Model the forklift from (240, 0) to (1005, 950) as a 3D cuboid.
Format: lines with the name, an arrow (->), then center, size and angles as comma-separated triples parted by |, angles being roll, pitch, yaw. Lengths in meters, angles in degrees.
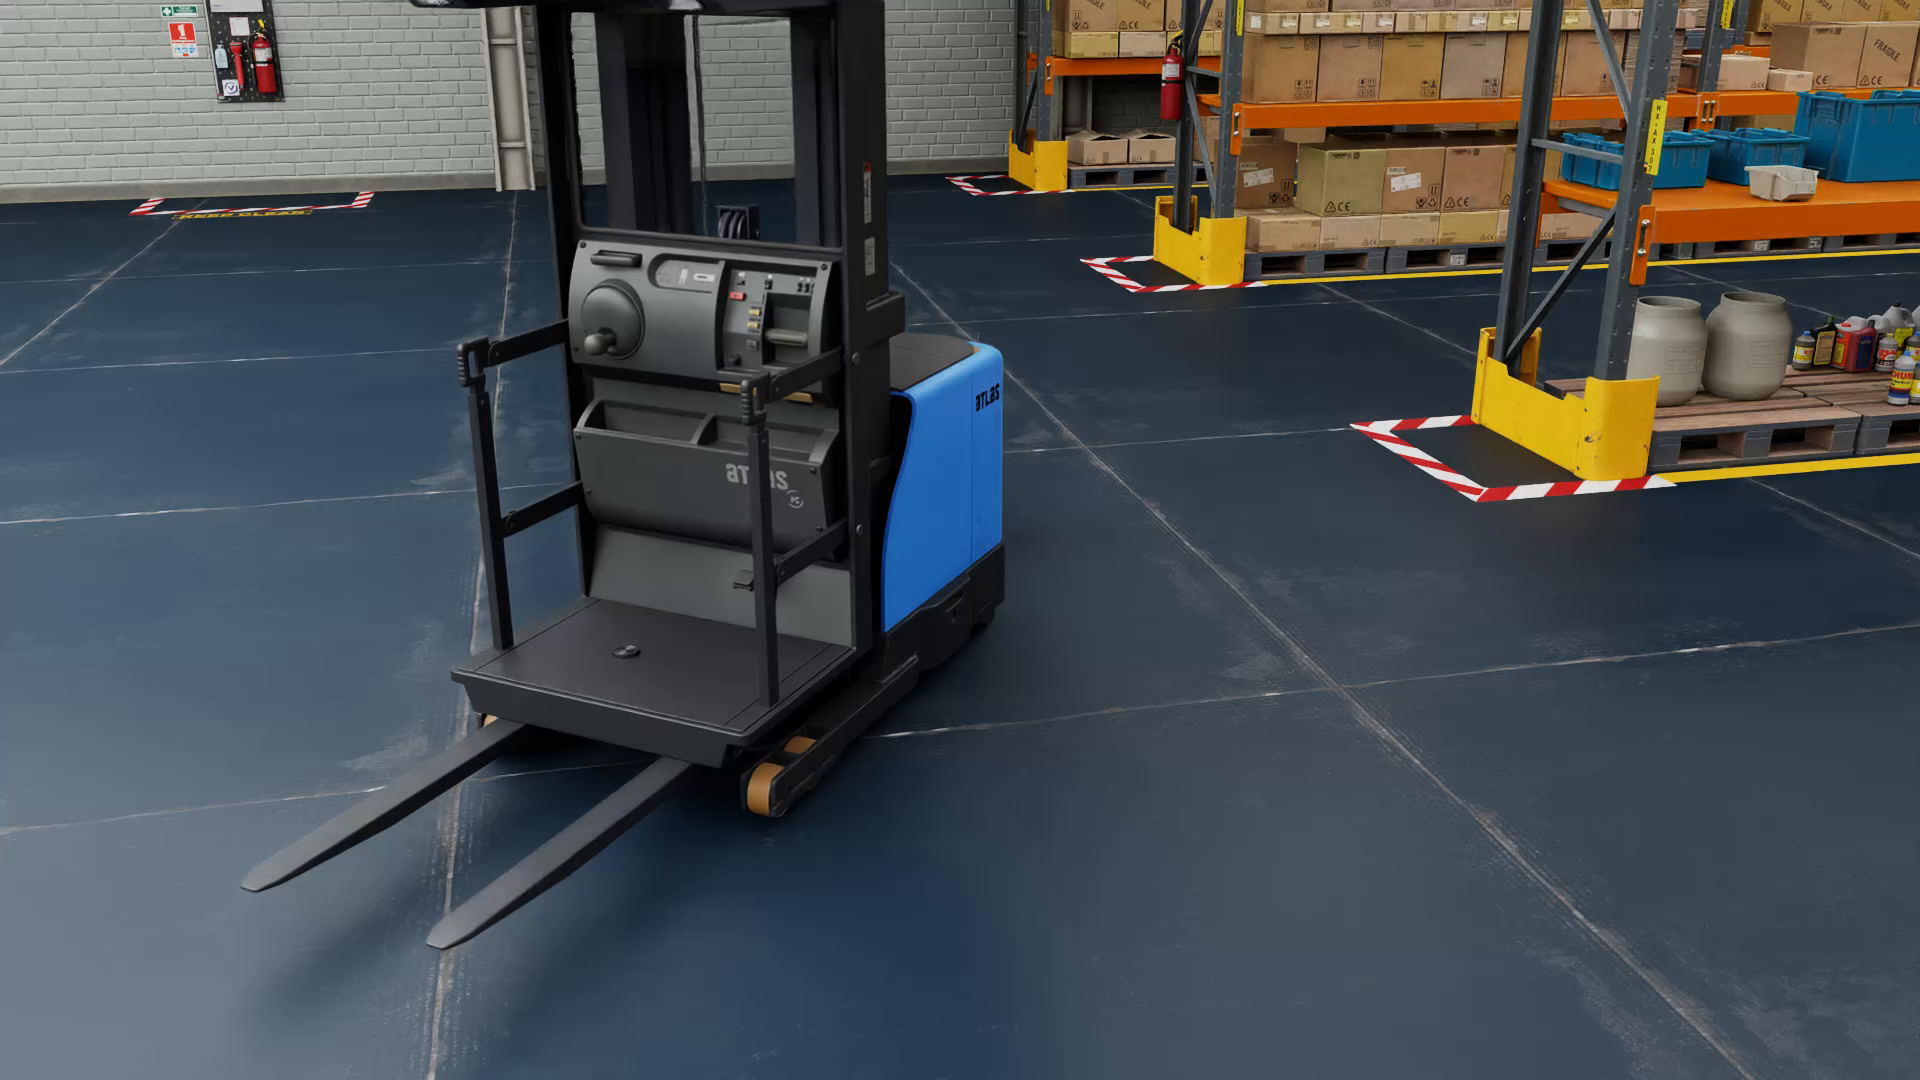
forklift -> -0.904, -0.706, 4.981 | 1.130, 2.935, 3.031 | 9, 22, 23

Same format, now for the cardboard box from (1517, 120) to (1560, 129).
cardboard box -> 6.347, -4.691, 18.753 | 0.500, 0.500, 0.700 | -4, 21, -12

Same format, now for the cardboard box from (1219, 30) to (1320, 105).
cardboard box -> 2.346, -3.615, 12.676 | 0.500, 0.500, 0.700 | -5, 21, -12

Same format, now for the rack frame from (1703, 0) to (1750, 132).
rack frame -> 8.530, -5.826, 18.858 | 0.127, 3.000, 1.000 | -5, 21, -12

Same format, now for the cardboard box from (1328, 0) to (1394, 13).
cardboard box -> 2.908, -4.271, 12.583 | 0.500, 0.500, 0.700 | -5, 21, -14

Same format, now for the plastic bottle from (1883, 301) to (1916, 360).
plastic bottle -> 5.258, -1.168, 9.353 | 0.185, 0.351, 0.144 | -4, 20, -10

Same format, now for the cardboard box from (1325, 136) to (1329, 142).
cardboard box -> 4.124, -4.333, 18.263 | 0.250, 0.166, 0.380 | -7, 21, -20

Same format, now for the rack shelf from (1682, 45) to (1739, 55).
rack shelf -> 6.584, -5.330, 18.550 | 4.000, 0.370, 1.077 | -5, 21, -12

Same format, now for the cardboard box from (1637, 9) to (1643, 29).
cardboard box -> 5.325, -4.091, 13.033 | 0.250, 0.149, 0.380 | -5, 21, -14

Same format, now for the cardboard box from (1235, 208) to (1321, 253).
cardboard box -> 2.462, -2.409, 12.917 | 0.500, 0.250, 0.500 | -5, 21, -12

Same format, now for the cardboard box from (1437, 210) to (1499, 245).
cardboard box -> 3.922, -2.527, 13.240 | 0.500, 0.250, 0.500 | -5, 21, -12

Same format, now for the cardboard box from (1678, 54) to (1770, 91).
cardboard box -> 6.250, -3.835, 13.640 | 0.500, 0.250, 0.500 | -3, 20, -9

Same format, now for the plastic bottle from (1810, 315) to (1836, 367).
plastic bottle -> 4.821, -1.115, 9.308 | 0.133, 0.283, 0.061 | -4, 21, -11

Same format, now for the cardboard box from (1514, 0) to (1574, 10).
cardboard box -> 4.372, -4.391, 12.908 | 0.500, 0.500, 0.700 | -5, 21, -12

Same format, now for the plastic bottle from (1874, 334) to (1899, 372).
plastic bottle -> 5.145, -1.043, 9.229 | 0.097, 0.201, 0.097 | 0, 20, 0

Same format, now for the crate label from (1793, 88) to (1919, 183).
crate label -> 4.754, -2.129, 8.715 | 0.616, 0.435, 0.502 | -5, 21, -12

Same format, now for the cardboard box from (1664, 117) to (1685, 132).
cardboard box -> 7.842, -4.784, 19.009 | 0.500, 0.500, 0.700 | -4, 21, -12

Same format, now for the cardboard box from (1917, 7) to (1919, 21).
cardboard box -> 11.047, -6.137, 19.101 | 0.500, 0.500, 0.500 | -5, 21, -12

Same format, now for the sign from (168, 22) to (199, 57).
sign -> -7.587, -4.888, 16.244 | 0.234, 0.329, 0.001 | -5, 21, -12

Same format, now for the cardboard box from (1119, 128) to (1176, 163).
cardboard box -> 1.994, -4.207, 17.707 | 0.500, 0.311, 0.500 | -3, 20, -8

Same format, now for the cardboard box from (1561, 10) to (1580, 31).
cardboard box -> 4.575, -4.030, 12.867 | 0.250, 0.149, 0.380 | -5, 21, -13

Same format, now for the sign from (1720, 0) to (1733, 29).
sign -> 5.910, -4.110, 12.799 | 0.005, 0.325, 0.100 | -5, 21, -12

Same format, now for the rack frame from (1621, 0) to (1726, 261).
rack frame -> 5.781, -3.852, 13.468 | 0.127, 3.000, 1.000 | -5, 21, -12

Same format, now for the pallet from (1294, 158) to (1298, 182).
pallet -> 3.992, -4.135, 18.296 | 1.213, 0.211, 1.003 | -5, 21, -12

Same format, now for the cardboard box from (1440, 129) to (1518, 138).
cardboard box -> 4.285, -3.099, 13.709 | 0.500, 0.500, 0.500 | -5, 21, -12

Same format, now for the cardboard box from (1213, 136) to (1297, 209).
cardboard box -> 2.342, -2.935, 13.263 | 0.500, 0.500, 0.500 | -5, 21, -12

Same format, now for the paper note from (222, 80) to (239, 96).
paper note -> -7.214, -4.476, 16.452 | 0.142, 0.148, 0.016 | -5, 21, -12

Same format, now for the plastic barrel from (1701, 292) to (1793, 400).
plastic barrel -> 4.135, -1.023, 8.753 | 0.421, 0.512, 0.421 | 0, 20, 0

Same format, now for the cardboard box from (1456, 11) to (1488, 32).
cardboard box -> 3.816, -3.967, 12.694 | 0.250, 0.149, 0.380 | -4, 21, -12

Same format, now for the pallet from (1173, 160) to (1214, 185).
pallet -> 2.803, -4.037, 18.029 | 1.213, 0.211, 1.003 | -5, 21, -12

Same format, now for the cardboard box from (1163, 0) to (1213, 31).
cardboard box -> 2.266, -5.496, 17.055 | 0.500, 0.500, 0.500 | -5, 21, -14

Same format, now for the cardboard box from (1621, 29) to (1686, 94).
cardboard box -> 5.351, -3.861, 13.349 | 0.500, 0.500, 0.700 | -5, 21, -14

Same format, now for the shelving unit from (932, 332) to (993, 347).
shelving unit -> 0.008, -0.423, 7.162 | 0.210, 0.900, 0.258 | -5, 21, -12

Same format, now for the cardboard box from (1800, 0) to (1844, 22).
cardboard box -> 9.574, -6.013, 18.762 | 0.500, 0.500, 0.500 | -4, 20, -11

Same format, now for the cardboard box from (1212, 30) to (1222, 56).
cardboard box -> 2.785, -5.188, 17.304 | 0.500, 0.250, 0.500 | -4, 21, -12

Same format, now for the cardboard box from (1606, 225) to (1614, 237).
cardboard box -> 5.380, -2.648, 13.569 | 0.500, 0.250, 0.500 | -5, 21, -12

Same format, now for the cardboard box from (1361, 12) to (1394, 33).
cardboard box -> 3.065, -3.906, 12.528 | 0.250, 0.149, 0.380 | -5, 21, -13

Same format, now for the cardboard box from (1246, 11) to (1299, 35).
cardboard box -> 2.320, -3.845, 12.363 | 0.250, 0.149, 0.380 | -5, 21, -13

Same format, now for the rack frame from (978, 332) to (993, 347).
rack frame -> 0.107, -0.431, 7.184 | 0.006, 0.900, 0.240 | -5, 21, -12

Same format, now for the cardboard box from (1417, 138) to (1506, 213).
cardboard box -> 3.922, -2.879, 13.110 | 0.500, 0.500, 0.500 | -5, 21, -12

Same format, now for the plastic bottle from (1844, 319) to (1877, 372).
plastic bottle -> 4.988, -1.075, 9.198 | 0.133, 0.283, 0.061 | -5, 21, -12

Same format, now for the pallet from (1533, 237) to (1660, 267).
pallet -> 4.998, -2.493, 13.814 | 1.213, 0.211, 1.003 | -5, 21, -12

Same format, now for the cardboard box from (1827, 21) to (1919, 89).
cardboard box -> 7.532, -4.035, 13.824 | 0.500, 0.500, 0.500 | -5, 21, -12

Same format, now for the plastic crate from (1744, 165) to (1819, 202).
plastic crate -> 3.970, -1.716, 8.021 | 0.250, 0.136, 0.298 | -5, 21, -12

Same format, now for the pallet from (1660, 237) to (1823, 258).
pallet -> 6.489, -2.614, 14.143 | 1.213, 0.211, 1.003 | -5, 21, -12

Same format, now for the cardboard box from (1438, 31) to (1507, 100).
cardboard box -> 3.852, -3.738, 13.013 | 0.500, 0.500, 0.700 | -4, 21, -11

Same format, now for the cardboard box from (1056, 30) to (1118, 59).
cardboard box -> 1.293, -5.064, 16.967 | 0.500, 0.250, 0.500 | -5, 21, -14

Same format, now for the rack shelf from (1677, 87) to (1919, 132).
rack shelf -> 7.728, -3.672, 14.024 | 4.000, 0.370, 1.077 | -5, 21, -12

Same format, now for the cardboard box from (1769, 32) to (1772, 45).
cardboard box -> 9.151, -5.683, 18.804 | 0.250, 0.149, 0.380 | -4, 21, -12

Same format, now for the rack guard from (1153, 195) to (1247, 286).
rack guard -> 1.865, -2.359, 13.029 | 0.348, 0.500, 1.175 | -5, 21, -12
